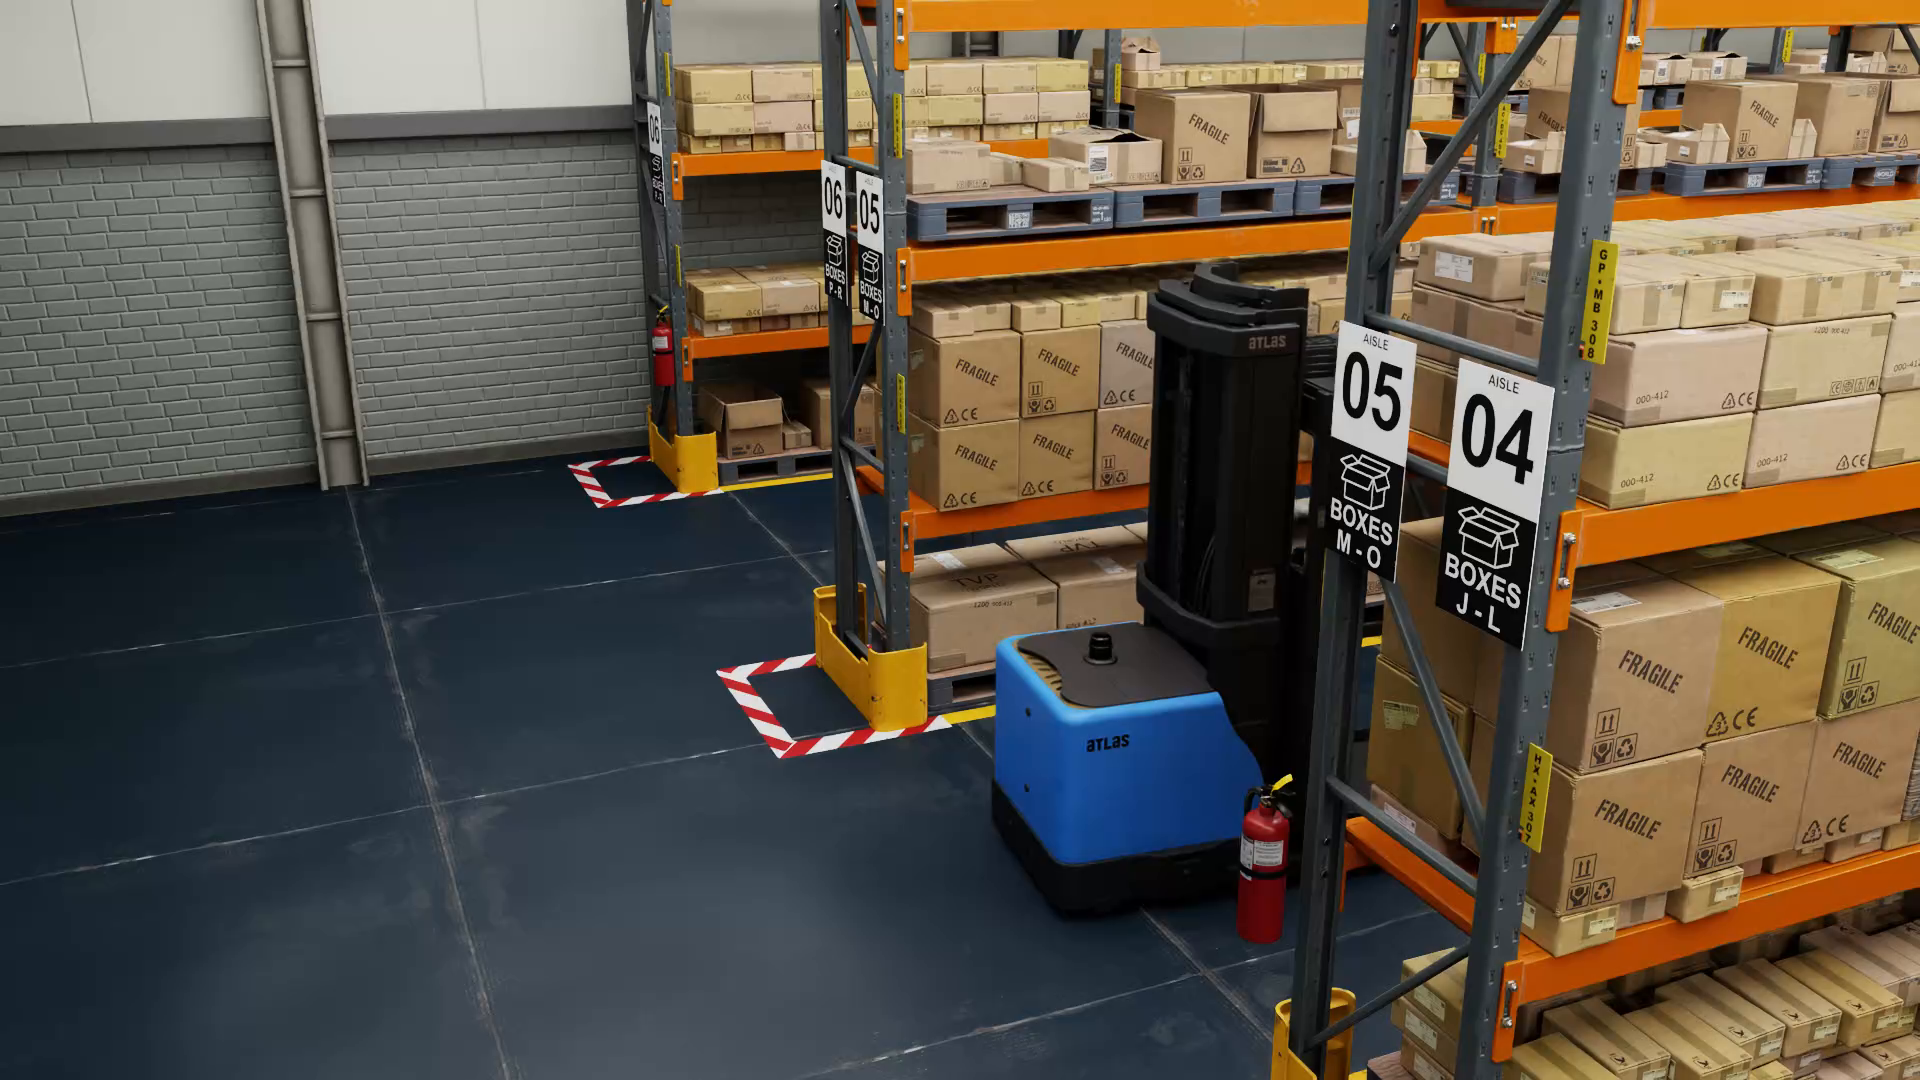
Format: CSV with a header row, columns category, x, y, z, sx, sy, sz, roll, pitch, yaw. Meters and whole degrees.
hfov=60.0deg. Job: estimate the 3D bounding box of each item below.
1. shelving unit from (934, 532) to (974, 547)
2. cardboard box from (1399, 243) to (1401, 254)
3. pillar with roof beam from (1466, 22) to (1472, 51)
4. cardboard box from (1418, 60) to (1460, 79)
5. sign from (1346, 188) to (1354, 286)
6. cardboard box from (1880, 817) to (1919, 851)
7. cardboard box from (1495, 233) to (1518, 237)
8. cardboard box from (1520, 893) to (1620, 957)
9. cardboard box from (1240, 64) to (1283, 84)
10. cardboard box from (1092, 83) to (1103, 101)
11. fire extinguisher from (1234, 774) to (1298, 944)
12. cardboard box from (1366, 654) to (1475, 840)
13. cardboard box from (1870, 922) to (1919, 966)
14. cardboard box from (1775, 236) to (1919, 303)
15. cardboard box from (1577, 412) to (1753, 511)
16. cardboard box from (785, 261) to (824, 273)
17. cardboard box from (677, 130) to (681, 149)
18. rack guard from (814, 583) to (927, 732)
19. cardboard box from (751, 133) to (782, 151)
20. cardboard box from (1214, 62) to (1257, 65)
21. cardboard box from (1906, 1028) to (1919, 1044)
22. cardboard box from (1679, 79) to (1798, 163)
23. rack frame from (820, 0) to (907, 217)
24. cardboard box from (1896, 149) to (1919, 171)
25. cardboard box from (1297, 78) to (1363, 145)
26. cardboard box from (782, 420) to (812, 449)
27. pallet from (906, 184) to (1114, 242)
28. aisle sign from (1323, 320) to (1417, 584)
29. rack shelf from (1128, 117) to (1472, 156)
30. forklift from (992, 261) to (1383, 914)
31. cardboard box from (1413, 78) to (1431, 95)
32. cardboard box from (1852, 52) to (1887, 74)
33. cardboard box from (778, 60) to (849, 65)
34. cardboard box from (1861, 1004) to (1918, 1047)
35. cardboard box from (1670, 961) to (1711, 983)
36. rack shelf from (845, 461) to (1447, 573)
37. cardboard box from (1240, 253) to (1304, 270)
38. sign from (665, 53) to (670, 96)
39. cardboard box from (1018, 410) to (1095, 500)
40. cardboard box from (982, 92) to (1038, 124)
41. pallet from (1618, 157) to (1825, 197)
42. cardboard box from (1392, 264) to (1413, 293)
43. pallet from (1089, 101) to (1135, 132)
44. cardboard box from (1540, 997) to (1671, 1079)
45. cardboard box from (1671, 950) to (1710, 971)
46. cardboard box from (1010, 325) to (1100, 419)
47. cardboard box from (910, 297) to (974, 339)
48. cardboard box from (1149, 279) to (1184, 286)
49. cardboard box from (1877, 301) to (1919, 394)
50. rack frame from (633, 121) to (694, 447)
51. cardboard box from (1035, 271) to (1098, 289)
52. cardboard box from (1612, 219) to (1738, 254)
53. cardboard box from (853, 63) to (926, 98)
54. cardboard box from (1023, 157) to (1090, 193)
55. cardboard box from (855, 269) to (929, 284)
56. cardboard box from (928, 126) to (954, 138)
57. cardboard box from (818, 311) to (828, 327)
category,x,y,z,sx,sy,sz,roll,pitch,yaw
shelving unit,-0.049,-0.488,12.828,0.252,1.050,0.215,-8,21,-22
cardboard box,3.994,-2.934,16.432,0.500,0.250,0.500,-9,21,-24
pillar with roof beam,7.380,-5.007,13.694,0.400,9.000,9.100,-8,21,-22
cardboard box,4.636,-4.581,16.177,0.250,0.149,0.380,-7,21,-20
sign,1.310,-0.987,5.458,0.005,0.325,0.100,-8,21,-22
cardboard box,3.351,0.973,6.121,0.250,0.149,0.380,-7,21,-20
cardboard box,5.349,-3.185,17.026,0.500,0.250,0.500,-8,21,-22
cardboard box,1.939,1.194,5.494,0.250,0.149,0.380,-8,21,-22
cardboard box,2.766,-4.296,15.337,0.250,0.149,0.380,-8,21,-22
cardboard box,1.412,-4.120,15.287,0.250,0.149,0.380,-8,21,-22
fire extinguisher,1.098,1.122,5.995,0.183,0.674,0.296,-8,21,-22
cardboard box,1.823,0.693,5.940,0.500,0.500,0.500,-8,21,-21
cardboard box,3.793,1.678,6.505,0.250,0.149,0.380,-9,21,-24
cardboard box,2.837,-0.863,5.312,0.250,0.149,0.380,-8,21,-20
cardboard box,2.025,-0.308,5.088,0.500,0.250,0.500,-7,21,-20
cardboard box,-1.263,-2.334,14.912,0.500,0.250,0.500,-7,21,-20
cardboard box,-2.309,-3.401,14.026,0.250,0.149,0.380,-8,21,-20
rack guard,-0.564,0.704,10.271,0.348,0.500,1.175,-8,21,-22
cardboard box,-1.654,-3.330,13.825,0.250,0.149,0.380,-8,21,-22
cardboard box,2.598,-4.429,15.716,0.250,0.149,0.380,-8,21,-22
cardboard box,3.743,1.944,6.646,0.250,0.149,0.380,-8,21,-21
cardboard box,5.301,-2.871,11.359,0.500,0.500,0.500,-8,21,-21
rack frame,-0.542,-3.308,8.868,0.127,3.000,1.000,-8,21,-22
cardboard box,7.161,-2.817,12.367,0.250,0.149,0.380,-8,21,-22
cardboard box,2.508,-2.699,10.720,0.500,0.500,0.500,-8,21,-21
cardboard box,-1.507,-0.941,14.837,0.250,0.149,0.380,-9,21,-24
pallet,0.135,-1.952,9.667,1.213,0.211,1.003,-8,21,-22
aisle sign,1.326,-0.290,5.416,0.004,0.787,0.394,-8,21,-22
rack shelf,2.998,-3.857,16.025,4.000,0.370,1.077,-8,21,-22
forklift,1.741,0.121,8.264,3.031,2.935,1.130,-6,20,-17
cardboard box,4.359,-4.428,16.191,0.250,0.149,0.380,-9,21,-23
cardboard box,9.990,-5.270,18.375,0.258,0.266,0.396,-9,21,-23
cardboard box,-1.267,-3.995,14.360,0.500,0.250,0.500,-8,21,-21
cardboard box,3.527,1.810,6.577,0.250,0.149,0.380,-7,21,-19
cardboard box,2.830,1.727,6.814,0.250,0.149,0.380,-8,21,-21
rack shelf,1.295,-0.402,10.731,4.000,0.370,1.077,-8,21,-22
cardboard box,2.039,-1.768,10.894,0.250,0.149,0.380,-8,21,-22
sign,-2.296,-3.653,13.049,0.005,0.325,0.100,-8,21,-22
cardboard box,0.466,-0.576,9.992,0.500,0.500,0.500,-8,21,-23
cardboard box,0.345,-3.791,14.533,0.500,0.250,0.500,-9,21,-24
pallet,5.208,-2.608,11.680,1.213,0.211,1.003,-7,21,-19
cardboard box,2.689,-1.690,10.673,0.250,0.149,0.380,-8,21,-21
pallet,1.788,-3.908,15.372,1.003,0.211,1.213,-8,21,-22
cardboard box,2.333,1.845,6.029,0.250,0.149,0.380,-8,21,-21
cardboard box,2.826,1.581,6.779,0.250,0.149,0.380,-7,21,-20
cardboard box,0.484,-1.044,9.814,0.500,0.500,0.500,-9,21,-23
cardboard box,-0.106,-1.266,9.467,0.250,0.149,0.380,-8,21,-21
cardboard box,1.335,-1.457,10.010,0.250,0.149,0.380,-9,21,-23
cardboard box,2.965,-0.673,5.372,0.500,0.250,0.500,-8,21,-21
rack frame,-2.511,-1.992,14.162,0.127,3.000,1.000,-8,21,-22
cardboard box,0.651,-1.545,10.261,0.250,0.149,0.380,-8,21,-22
cardboard box,2.401,-0.988,5.668,0.250,0.149,0.380,-8,21,-21
cardboard box,-0.610,-3.895,14.077,0.500,0.250,0.500,-8,21,-20
cardboard box,0.549,-2.093,9.529,0.250,0.149,0.380,-7,21,-20
cardboard box,-0.600,-2.247,14.664,0.500,0.250,0.500,-9,21,-23
cardboard box,-0.241,-3.521,14.367,0.250,0.149,0.380,-8,21,-21
cardboard box,-1.160,-1.977,14.498,0.250,0.149,0.380,-8,21,-21
